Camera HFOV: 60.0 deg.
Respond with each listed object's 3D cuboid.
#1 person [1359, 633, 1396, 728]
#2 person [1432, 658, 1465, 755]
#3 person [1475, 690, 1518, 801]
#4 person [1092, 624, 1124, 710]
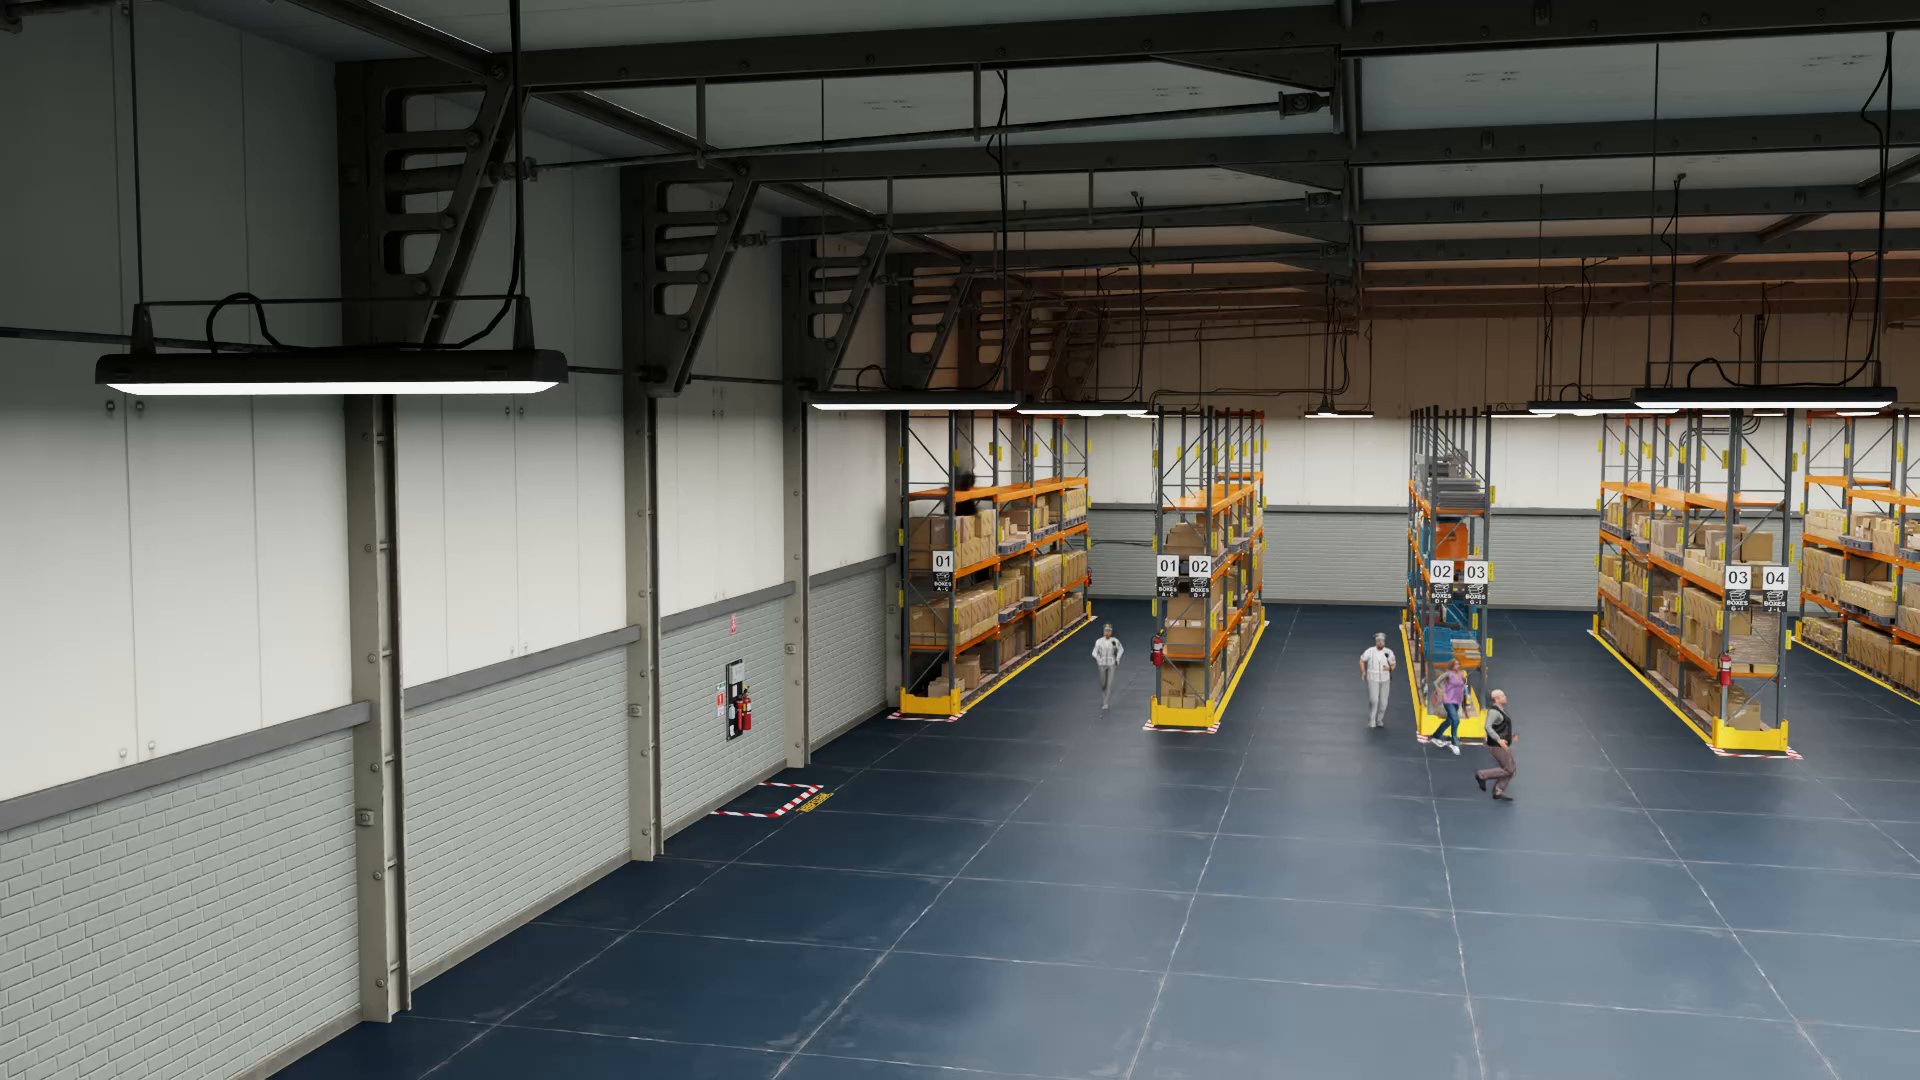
[{"bbox_3d":[7.812,2.631,31.023,0.639,1.790,0.643,0,4,5],"label":"person"},{"bbox_3d":[8.506,2.867,28.824,0.566,1.657,0.647,-3,5,-32],"label":"person"},{"bbox_3d":[8.094,3.092,25.079,0.586,1.679,0.659,2,5,27],"label":"person"},{"bbox_3d":[2.941,2.501,33.116,0.618,1.663,0.890,1,4,8],"label":"person"}]
